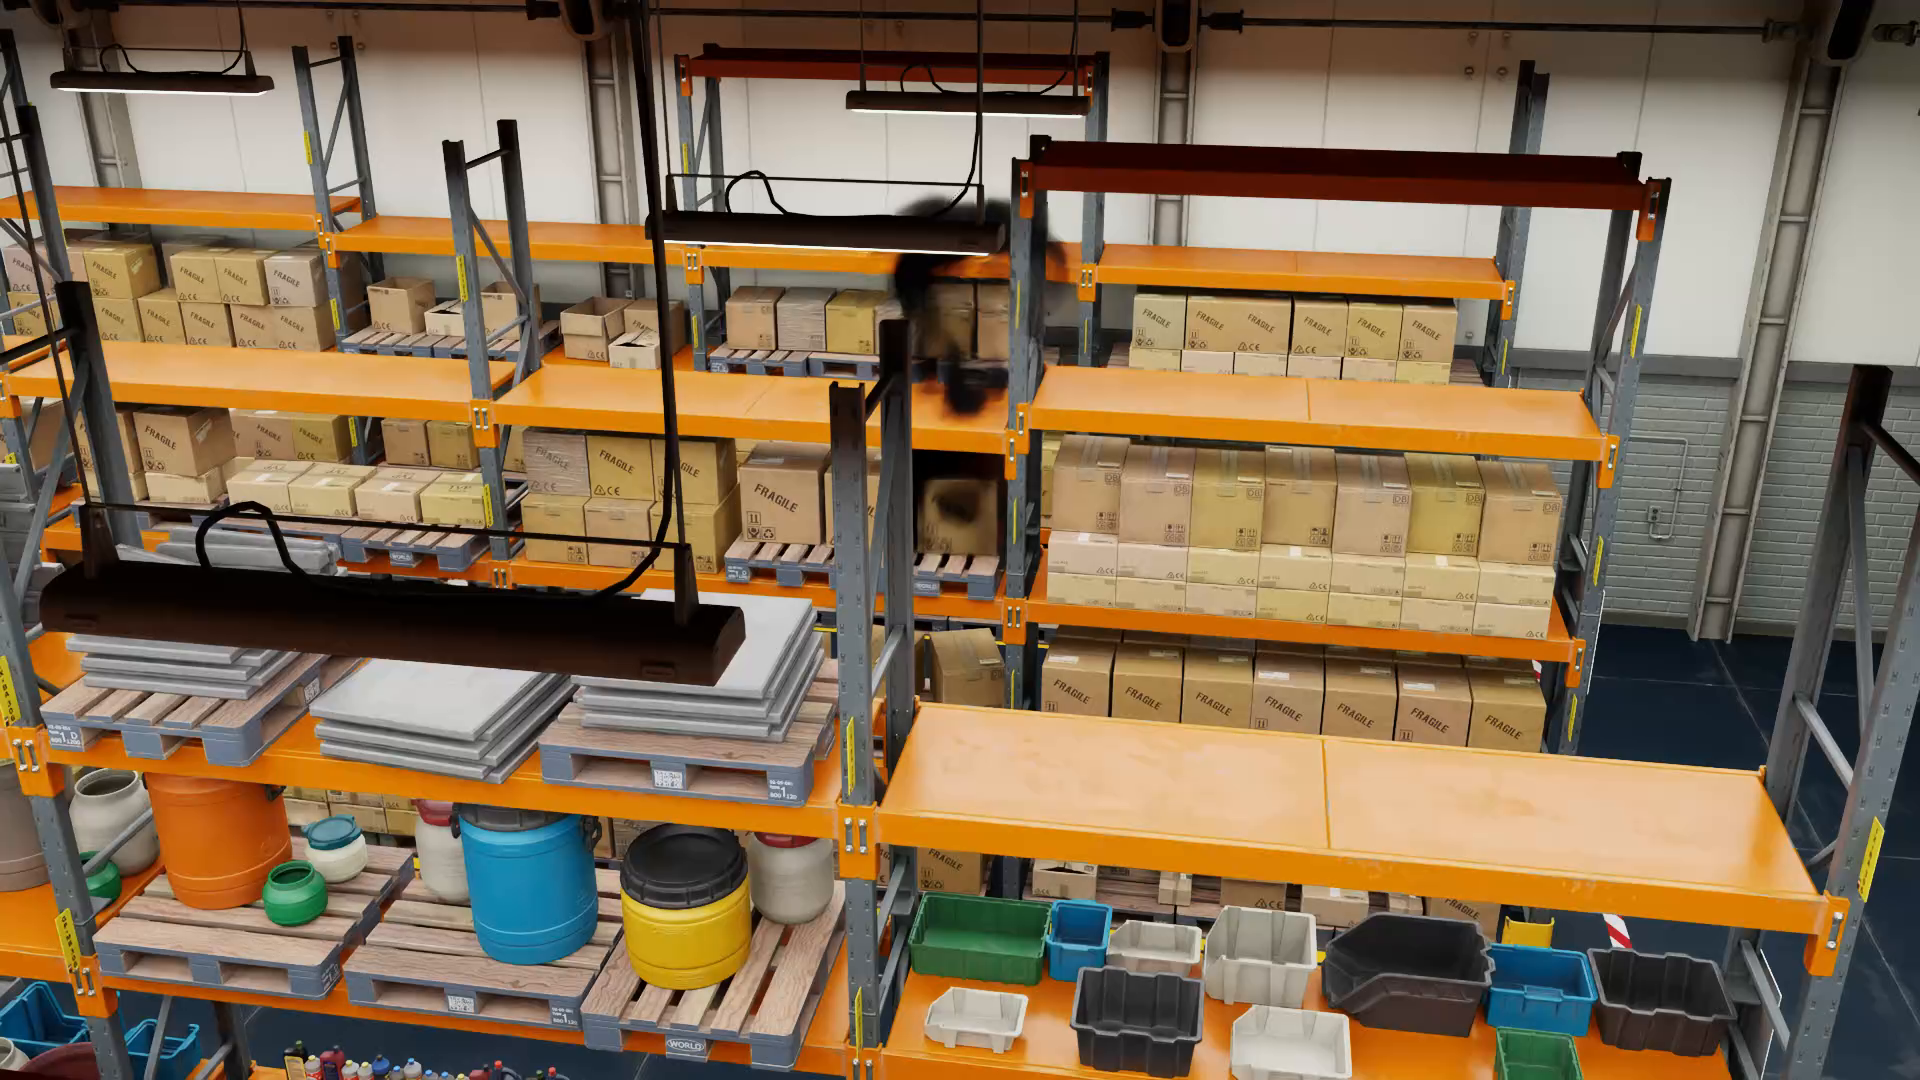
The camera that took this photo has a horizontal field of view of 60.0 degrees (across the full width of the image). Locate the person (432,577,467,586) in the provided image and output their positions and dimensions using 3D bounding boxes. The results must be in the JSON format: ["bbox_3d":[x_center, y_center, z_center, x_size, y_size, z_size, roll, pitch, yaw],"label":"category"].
[{"bbox_3d":[-4.775,0.931,15.855,0.897,1.804,0.681,0,23,-1],"label":"person"}]
